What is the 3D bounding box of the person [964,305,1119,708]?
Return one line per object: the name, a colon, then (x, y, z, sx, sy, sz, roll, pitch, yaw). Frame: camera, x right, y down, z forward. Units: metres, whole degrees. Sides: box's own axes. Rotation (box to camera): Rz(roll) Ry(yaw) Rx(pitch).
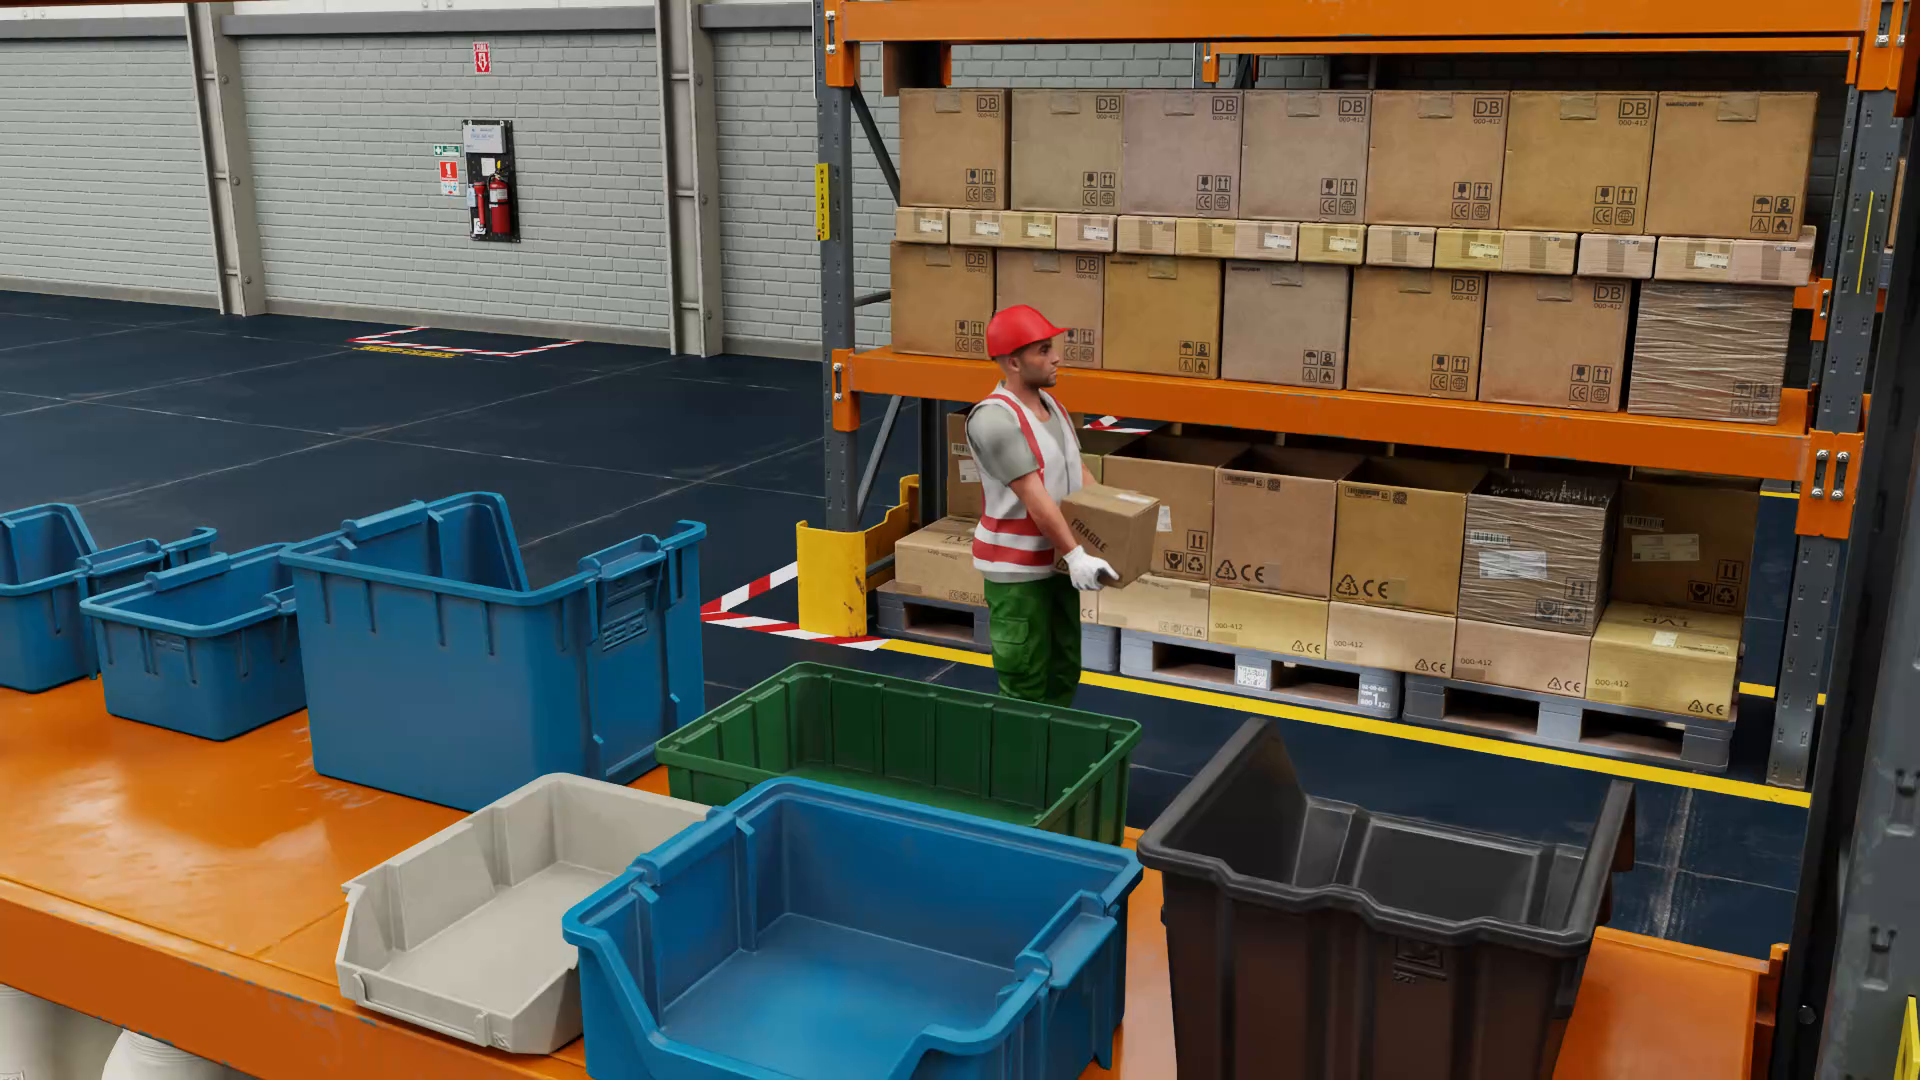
person: (0.329, 0.115, 5.577, 0.556, 1.784, 0.494, 8, 18, 26)
